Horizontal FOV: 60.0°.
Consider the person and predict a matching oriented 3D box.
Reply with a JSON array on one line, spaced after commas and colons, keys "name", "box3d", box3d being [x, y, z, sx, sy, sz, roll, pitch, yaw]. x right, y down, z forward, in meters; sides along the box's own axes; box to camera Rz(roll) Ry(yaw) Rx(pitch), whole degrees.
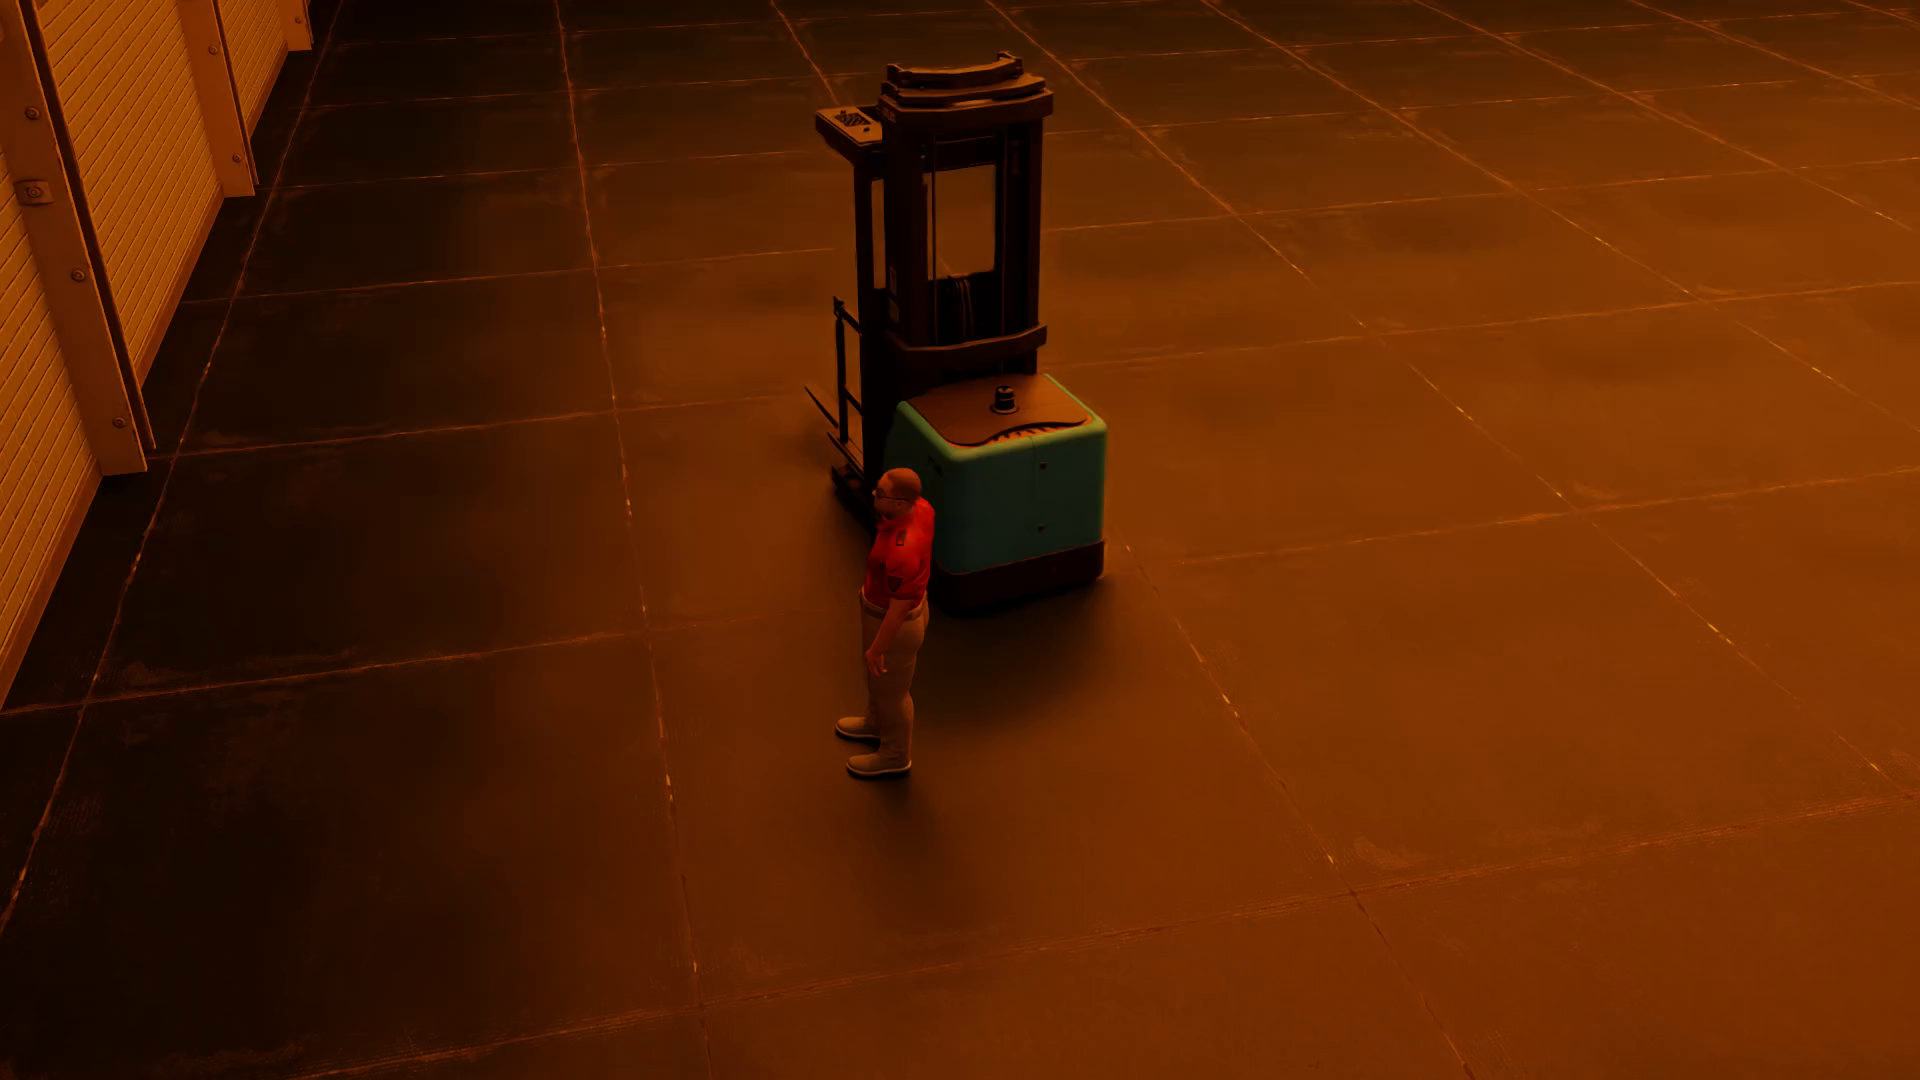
[{"name": "person", "box3d": [-0.411, 0.393, 8.081, 0.552, 1.727, 0.635, 4, 30, 6]}]

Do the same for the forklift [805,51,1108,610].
[{"name": "forklift", "box3d": [-0.197, -1.583, 10.310, 1.130, 2.935, 3.031, -13, 32, -21]}]
